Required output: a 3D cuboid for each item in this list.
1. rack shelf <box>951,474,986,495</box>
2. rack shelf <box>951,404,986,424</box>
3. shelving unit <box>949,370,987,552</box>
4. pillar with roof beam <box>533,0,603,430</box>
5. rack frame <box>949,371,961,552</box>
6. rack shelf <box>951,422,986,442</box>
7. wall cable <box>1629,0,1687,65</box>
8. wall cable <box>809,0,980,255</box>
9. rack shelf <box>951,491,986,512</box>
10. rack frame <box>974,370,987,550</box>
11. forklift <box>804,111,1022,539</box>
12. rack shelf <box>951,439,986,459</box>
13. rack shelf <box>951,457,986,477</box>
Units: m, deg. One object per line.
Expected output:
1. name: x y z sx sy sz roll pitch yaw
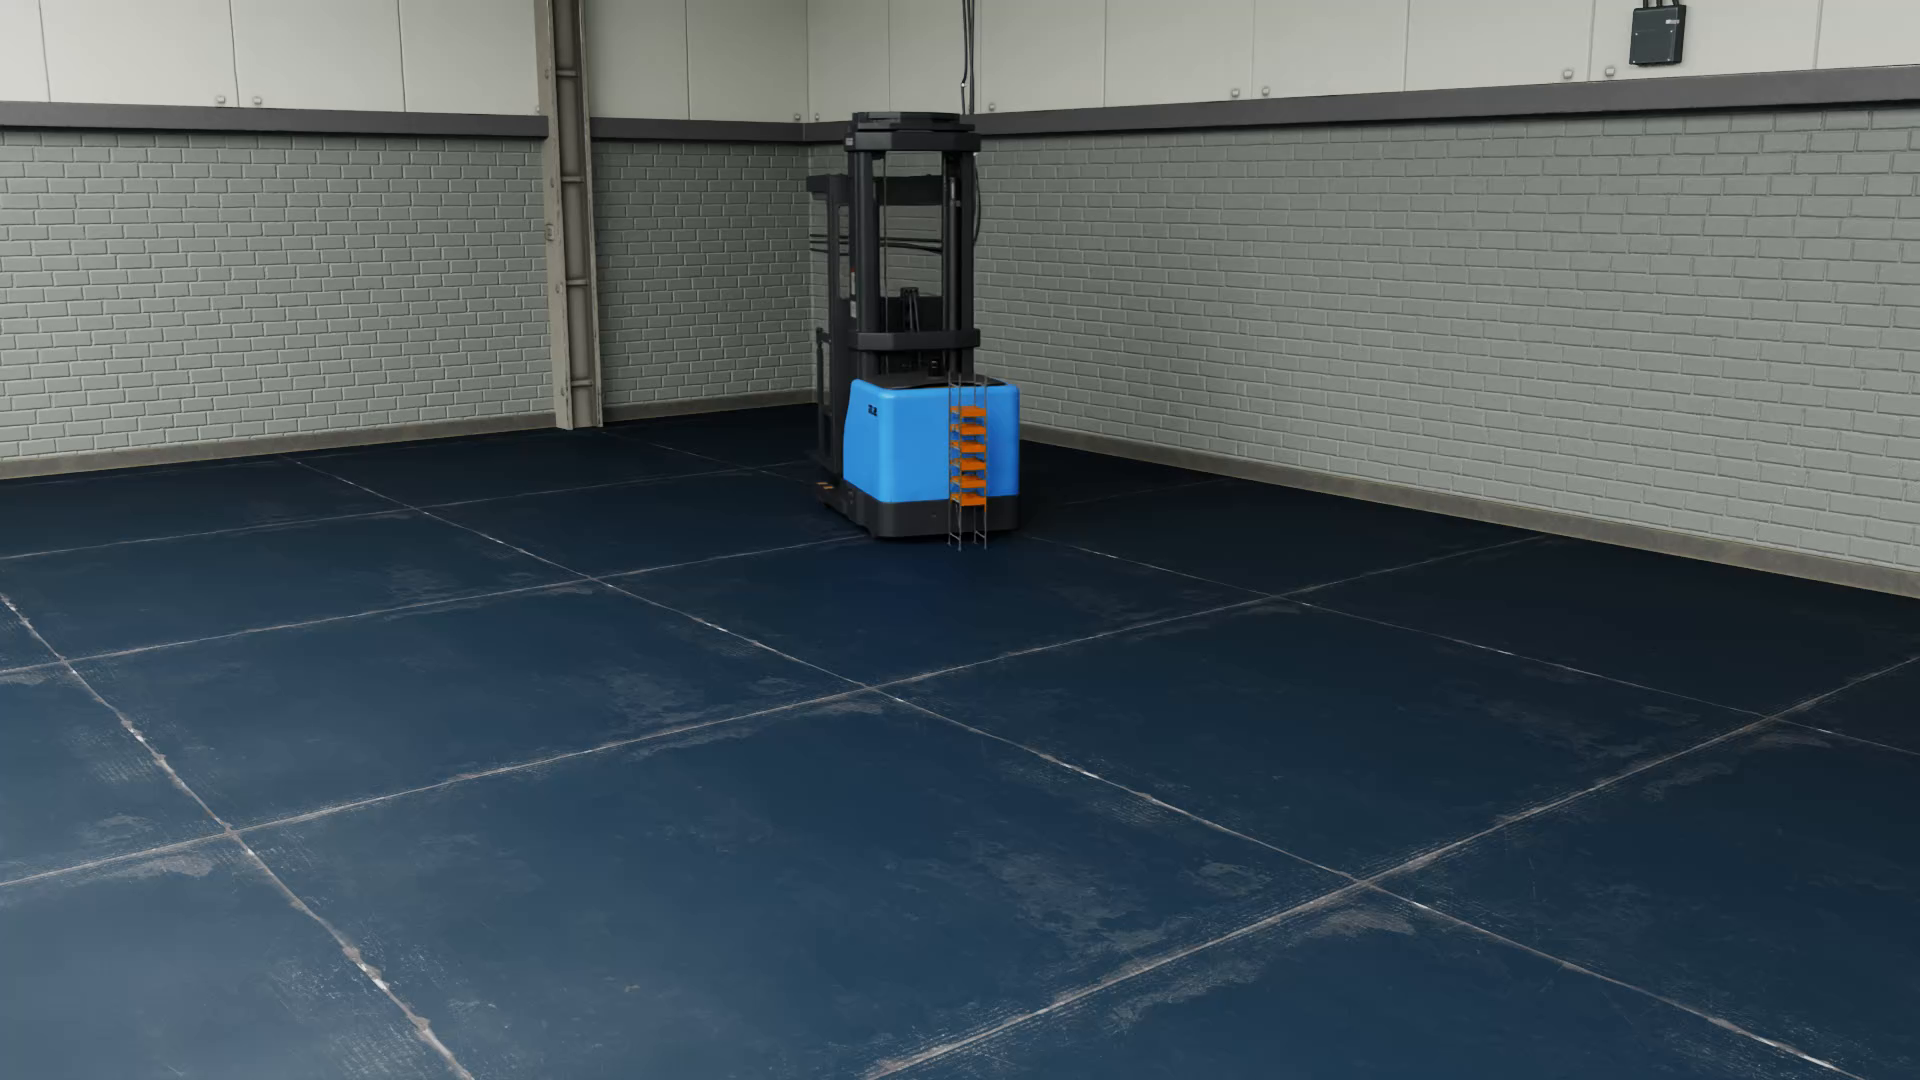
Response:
1. rack shelf: 0.052 -0.375 11.297 0.180 0.103 0.258 -4 13 -18
2. rack shelf: 0.052 -0.844 11.197 0.180 0.103 0.258 -4 13 -18
3. shelving unit: 0.052 -0.536 11.263 0.189 1.200 0.258 -4 13 -18
4. pillar with roof beam: -1.235 -4.875 12.922 0.400 9.000 9.100 -9 15 -38
5. rack frame: -0.035 -0.530 11.235 0.006 1.200 0.240 -4 13 -18
6. rack shelf: 0.052 -0.727 11.222 0.180 0.103 0.258 -4 13 -18
7. wall cable: 5.120 -5.863 9.386 0.169 6.003 2.305 -9 15 -38
8. wall cable: -0.798 -4.222 17.323 0.112 2.526 3.097 -9 15 -38
9. rack shelf: 0.052 -0.258 11.322 0.180 0.103 0.258 -4 13 -18
10. rack frame: 0.139 -0.542 11.291 0.006 1.200 0.240 -4 13 -18
11. forklift: -0.520 -1.707 12.611 1.130 2.935 3.031 -4 13 -18
12. rack shelf: 0.052 -0.610 11.247 0.180 0.103 0.258 -4 13 -18
13. rack shelf: 0.052 -0.492 11.272 0.180 0.103 0.258 -4 13 -18
